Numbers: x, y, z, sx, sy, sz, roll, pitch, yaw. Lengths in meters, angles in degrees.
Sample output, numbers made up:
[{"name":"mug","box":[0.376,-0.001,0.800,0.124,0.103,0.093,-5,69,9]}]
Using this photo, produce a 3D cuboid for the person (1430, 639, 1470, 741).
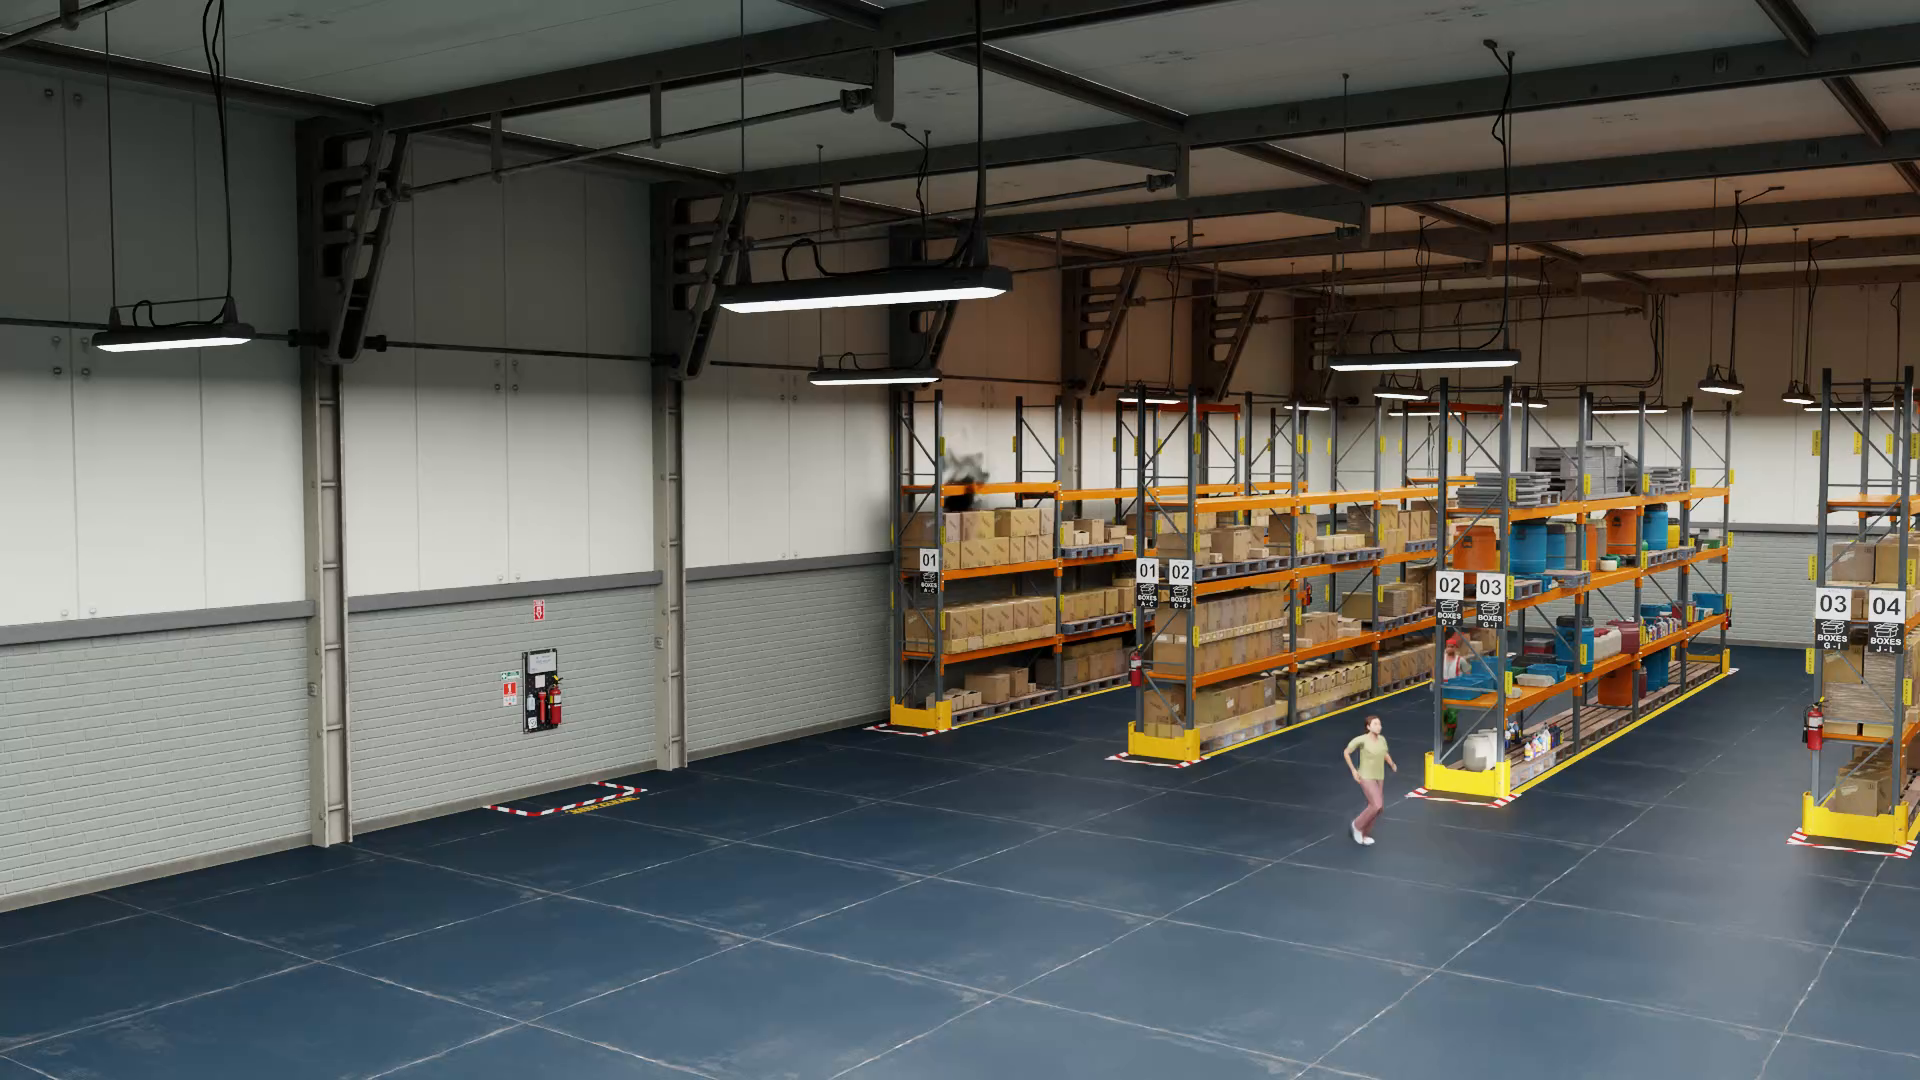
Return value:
[{"name":"person","box":[8.270,2.543,28.118,0.651,1.740,0.583,2,4,25]}]

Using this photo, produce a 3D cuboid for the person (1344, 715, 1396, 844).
[{"name":"person","box":[5.173,3.004,20.817,0.587,1.641,0.564,-2,4,-30]}]
